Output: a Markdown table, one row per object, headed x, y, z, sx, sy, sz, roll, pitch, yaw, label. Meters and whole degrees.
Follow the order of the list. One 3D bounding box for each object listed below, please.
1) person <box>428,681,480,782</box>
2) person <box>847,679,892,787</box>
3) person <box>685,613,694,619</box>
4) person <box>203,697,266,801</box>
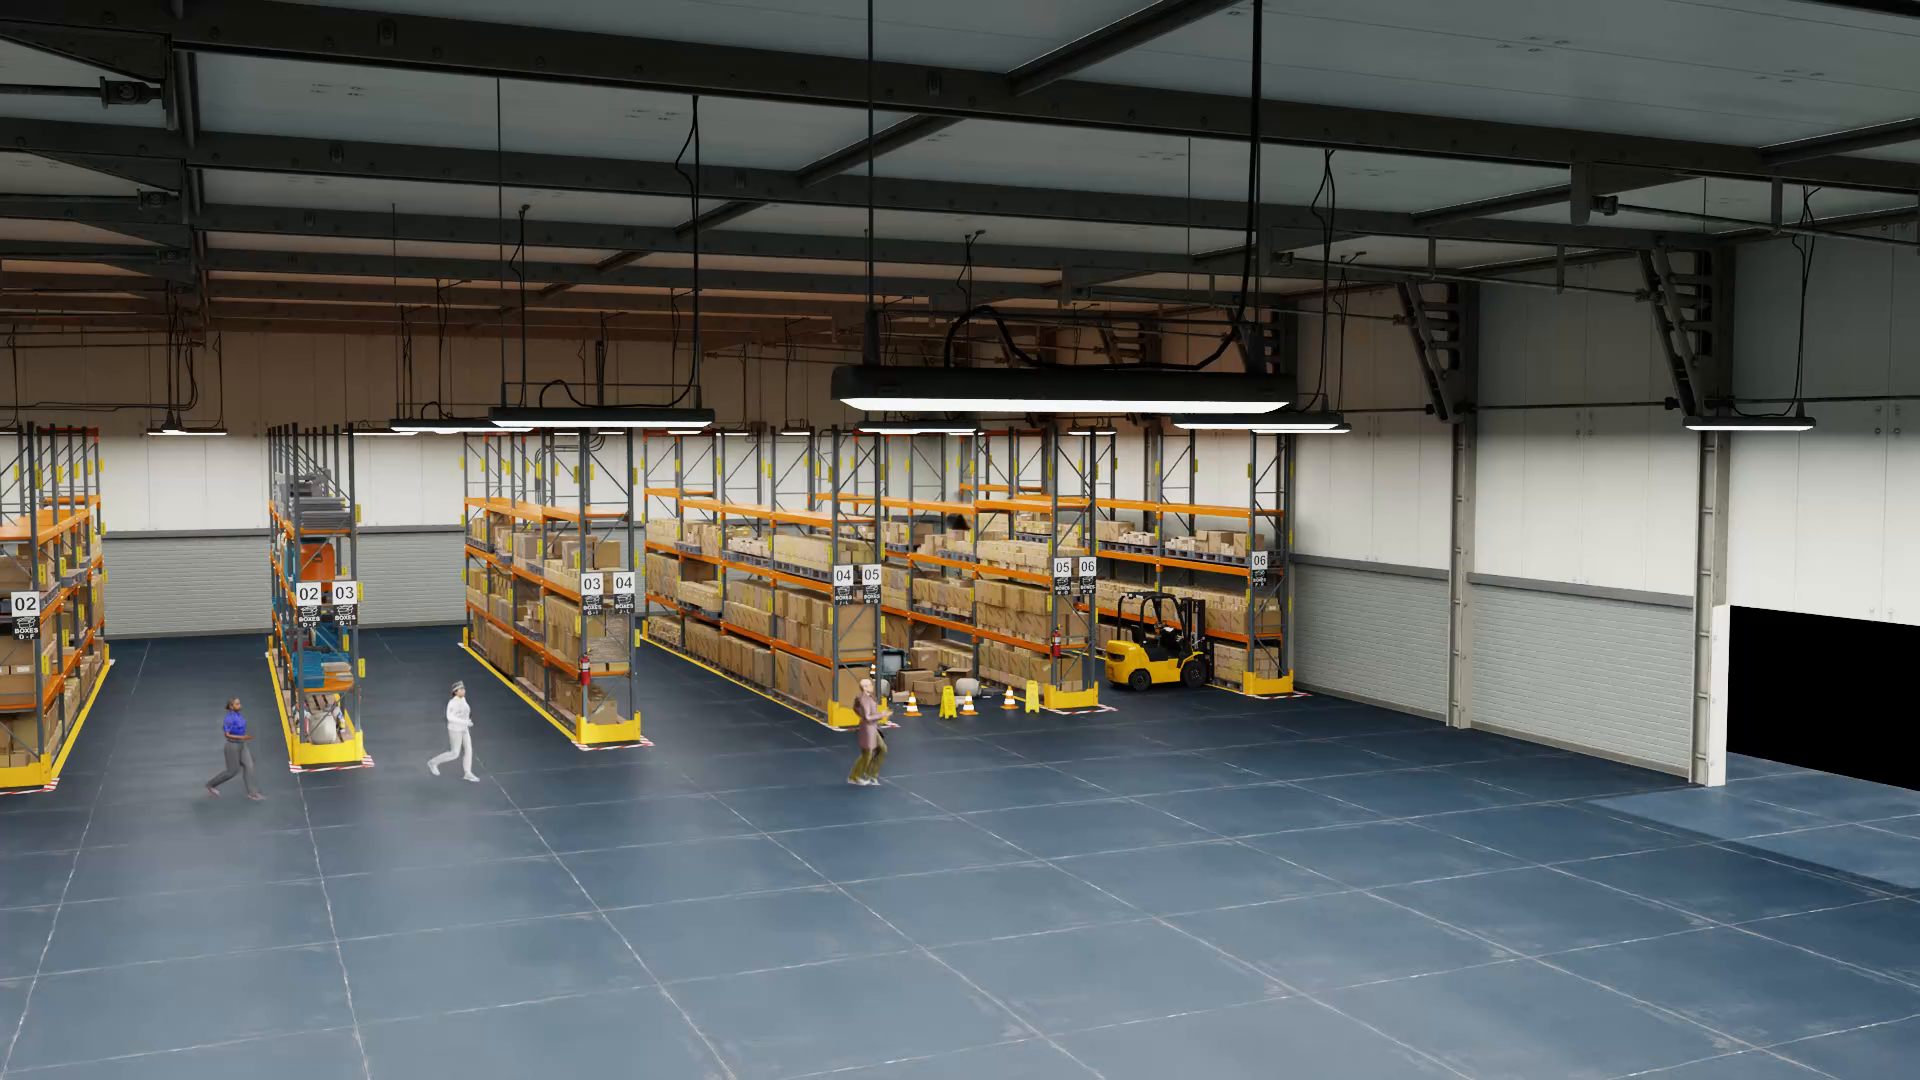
| x | y | z | sx | sy | sz | roll | pitch | yaw | label |
| --- | --- | --- | --- | --- | --- | --- | --- | --- | --- |
| -8.432 | 3.190 | 27.837 | 0.850 | 1.701 | 0.466 | 1 | 4 | 9 | person |
| -1.473 | 3.182 | 27.220 | 0.757 | 1.822 | 0.685 | 0 | 3 | 4 | person |
| -8.015 | 1.865 | 49.219 | 0.543 | 1.721 | 0.713 | 2 | 4 | 23 | person |
| -11.425 | 3.301 | 26.165 | 0.930 | 1.666 | 0.565 | 0 | 3 | -2 | person |
